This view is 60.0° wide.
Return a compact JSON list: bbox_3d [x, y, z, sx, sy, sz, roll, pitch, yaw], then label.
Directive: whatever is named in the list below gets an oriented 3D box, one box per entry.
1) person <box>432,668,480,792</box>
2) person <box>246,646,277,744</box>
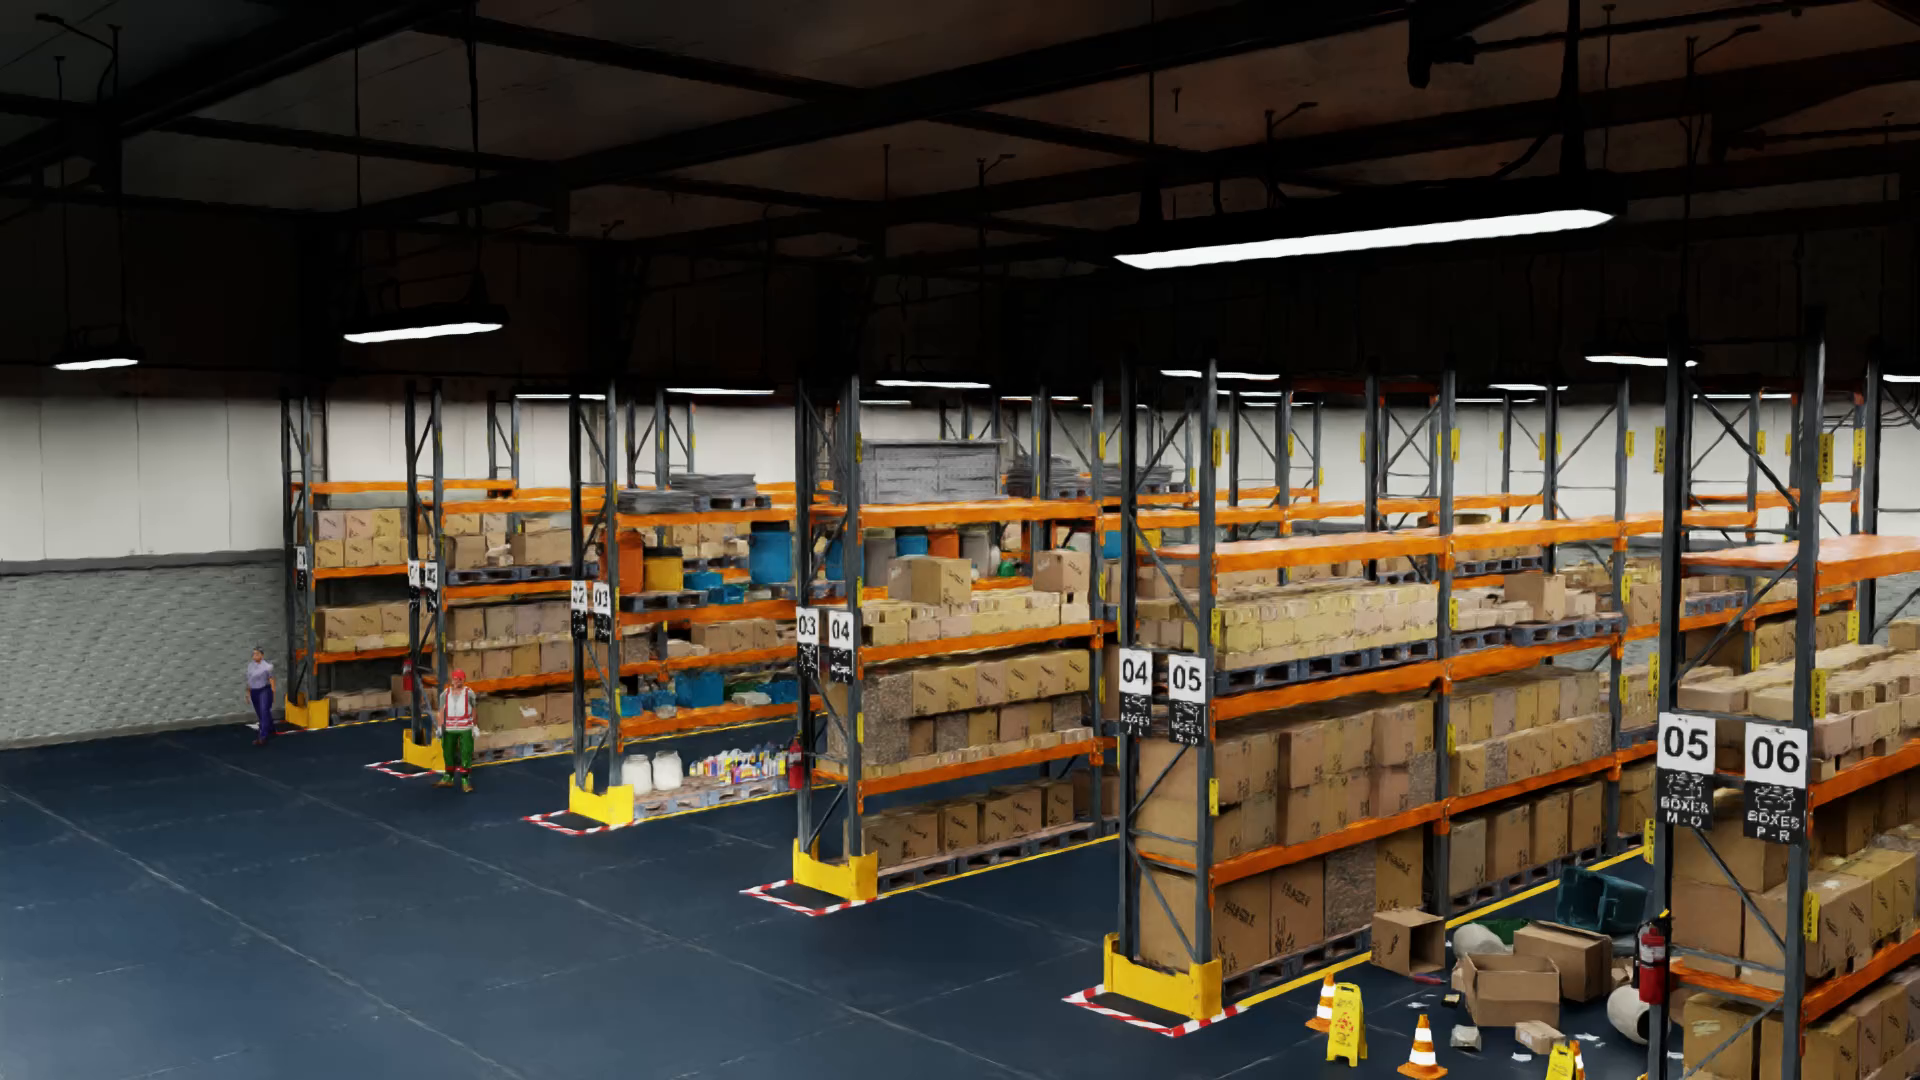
[{"bbox_3d":[-7.343,2.738,24.087,0.705,1.787,0.487,0,4,-1],"label":"person"},{"bbox_3d":[-11.709,2.582,27.860,0.587,1.597,0.918,1,4,19],"label":"person"}]
